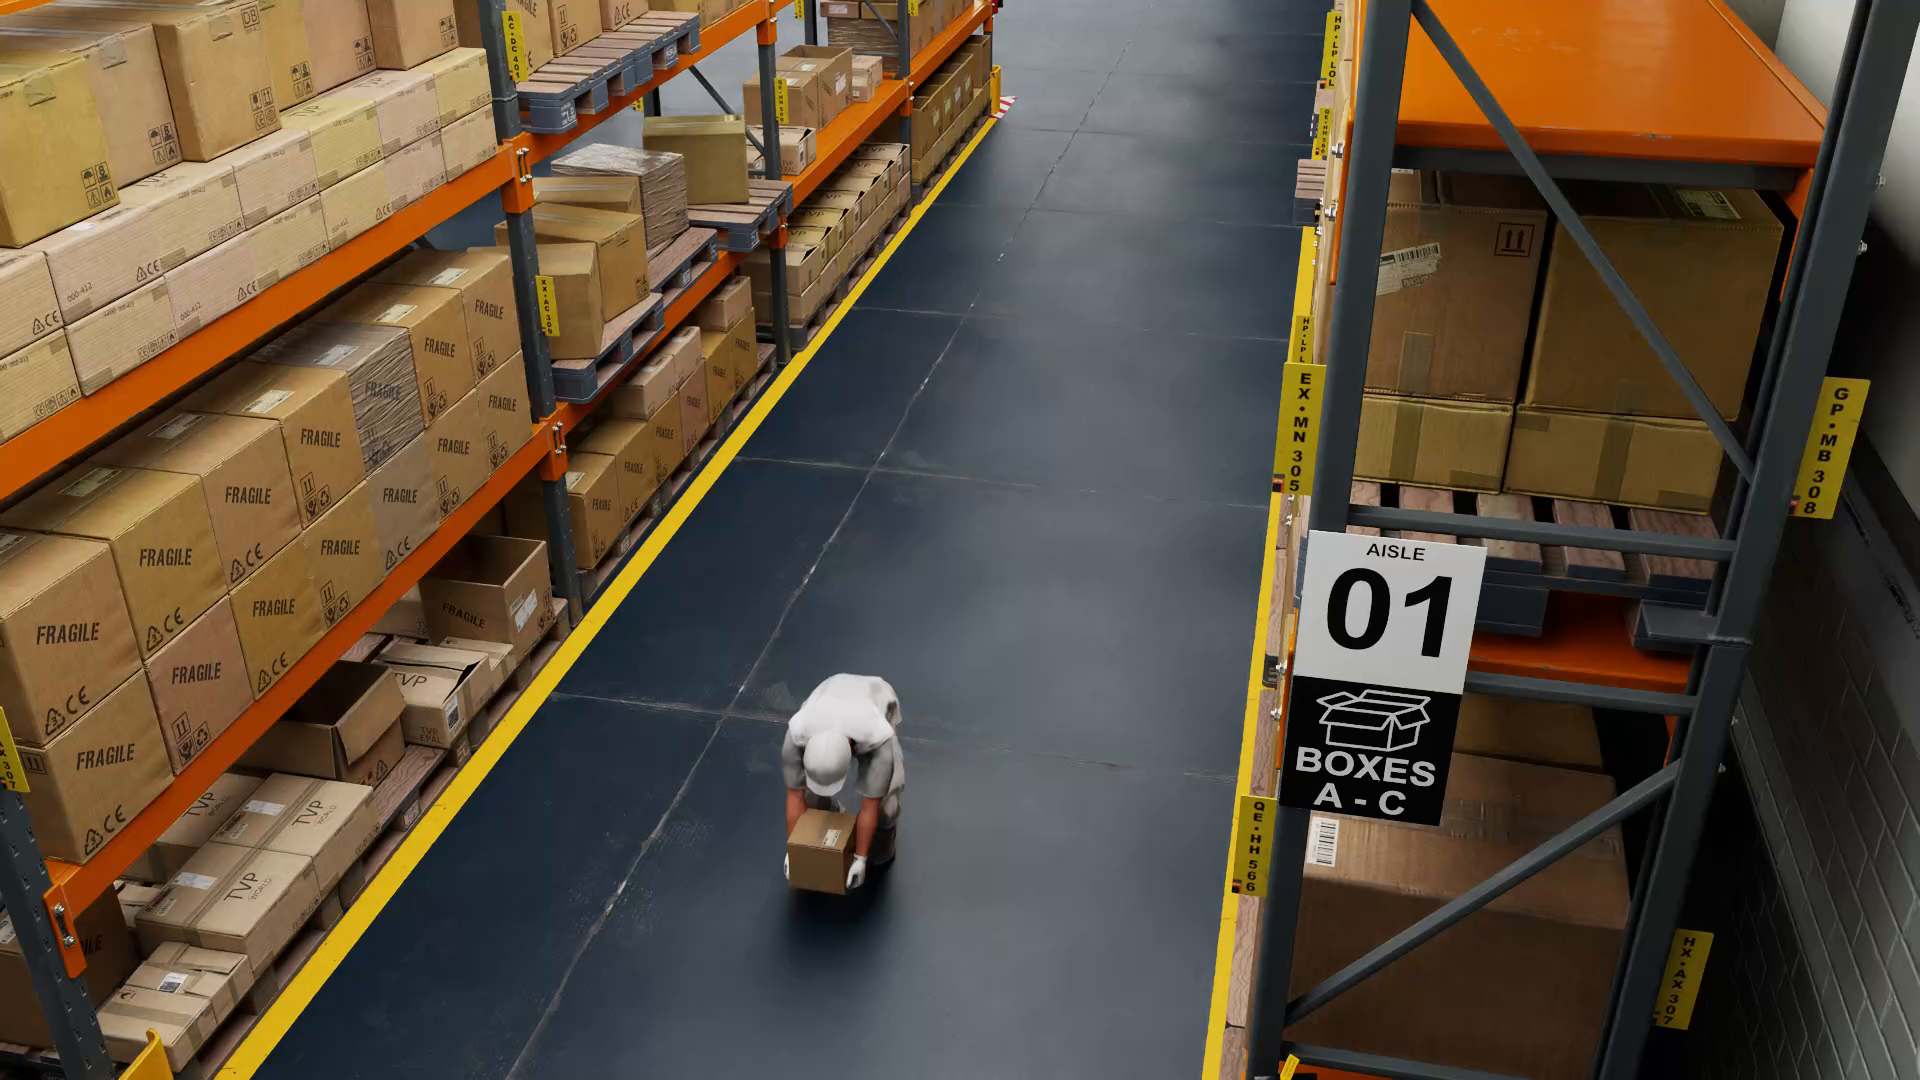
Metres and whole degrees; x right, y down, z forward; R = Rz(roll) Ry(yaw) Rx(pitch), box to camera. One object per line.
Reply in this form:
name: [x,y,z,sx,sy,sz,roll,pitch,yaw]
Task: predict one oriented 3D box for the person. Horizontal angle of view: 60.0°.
person: [-0.518,1.073,7.468,0.533,0.987,0.935,5,29,9]
